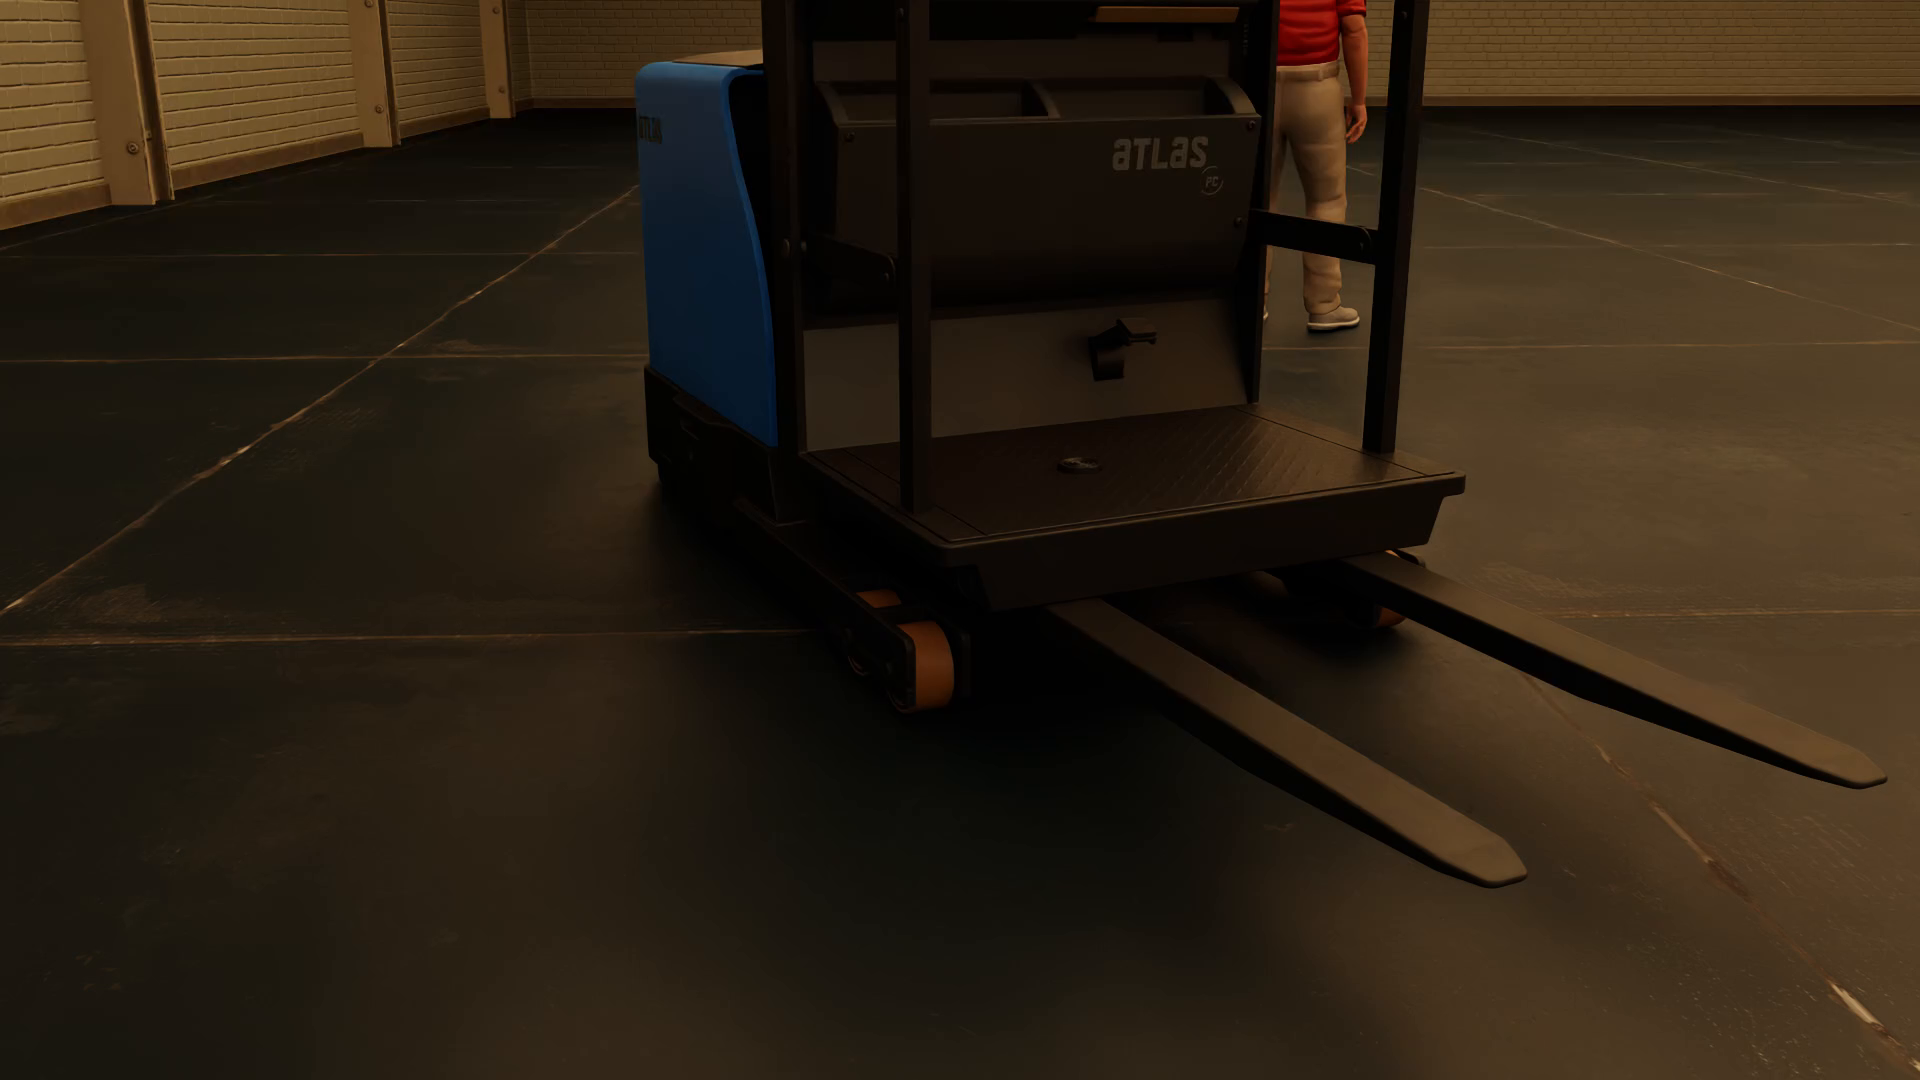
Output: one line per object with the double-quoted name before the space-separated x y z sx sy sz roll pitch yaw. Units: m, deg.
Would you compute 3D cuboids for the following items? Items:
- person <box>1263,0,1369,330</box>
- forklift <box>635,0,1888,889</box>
"person" 1.305 -1.703 6.532 0.604 1.726 0.399 7 18 21
"forklift" 0.258 -1.240 2.962 1.130 2.935 3.031 -8 19 -24
